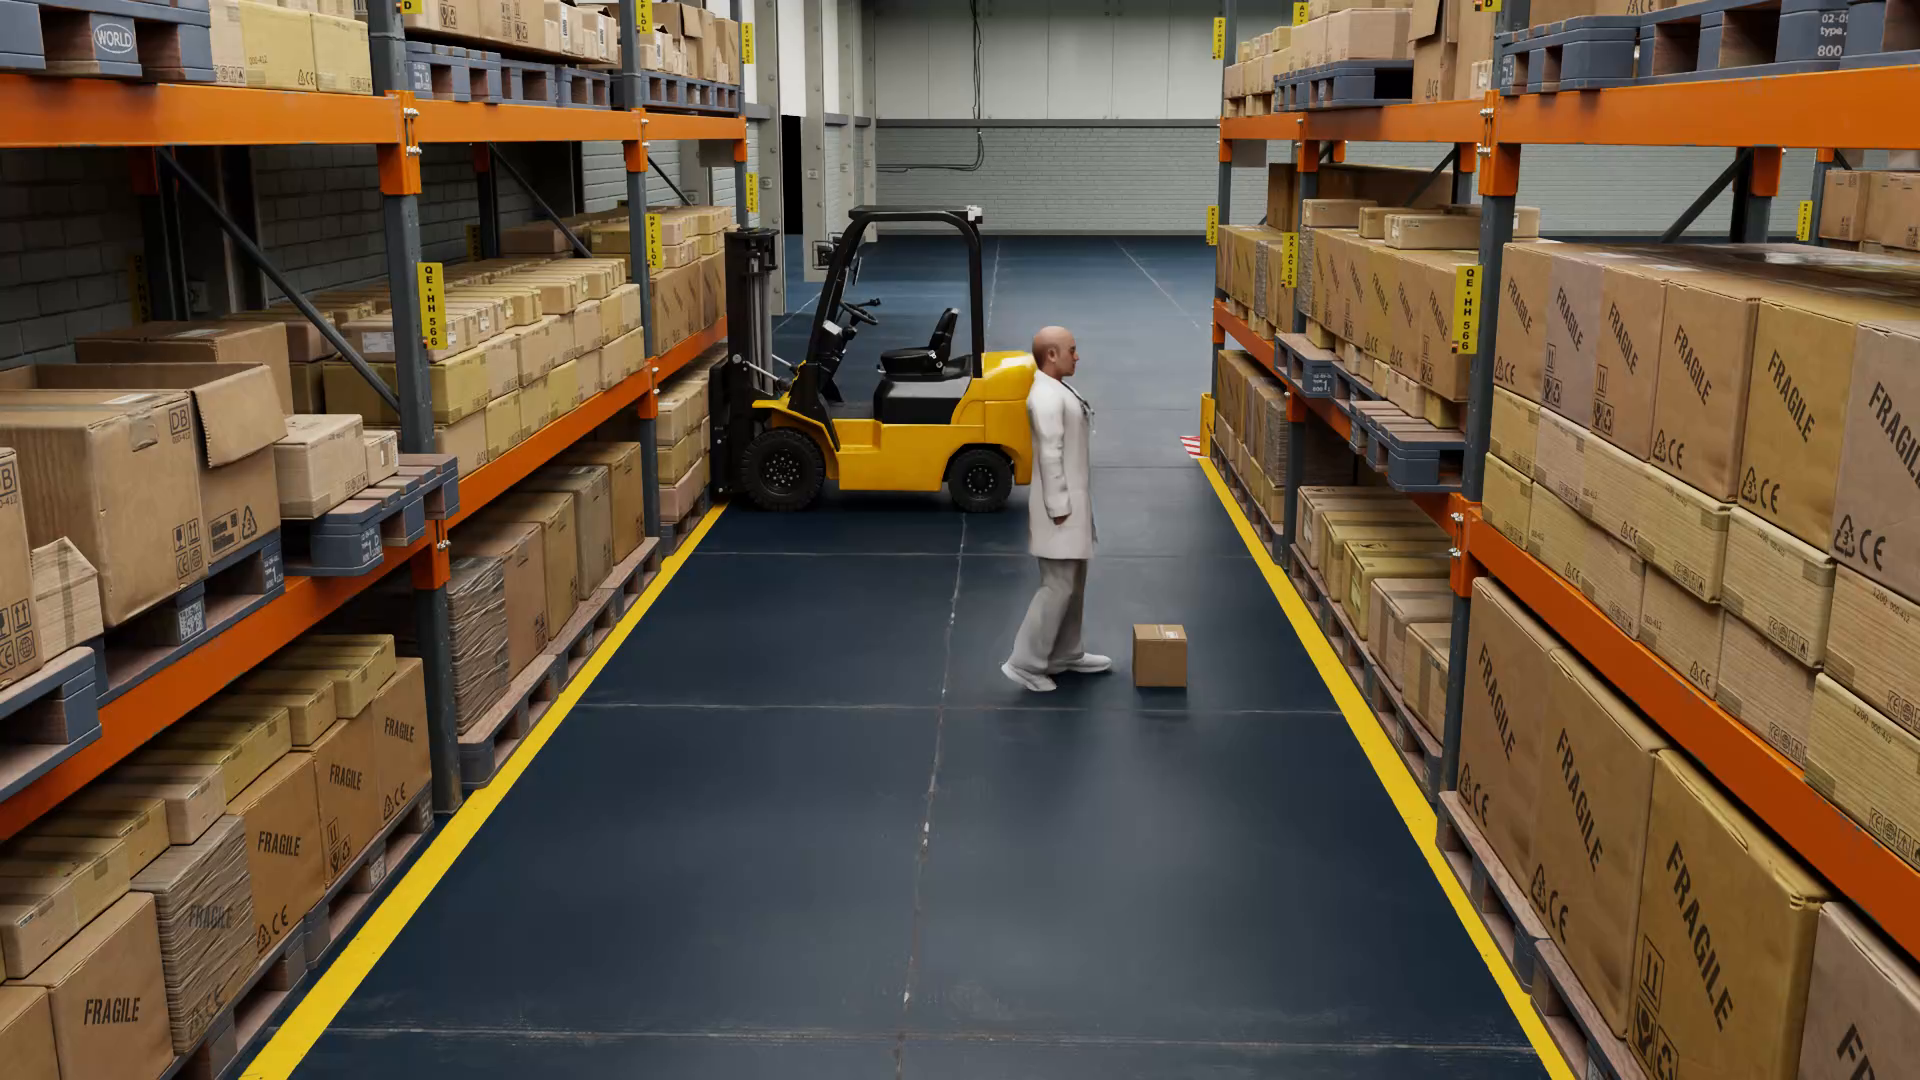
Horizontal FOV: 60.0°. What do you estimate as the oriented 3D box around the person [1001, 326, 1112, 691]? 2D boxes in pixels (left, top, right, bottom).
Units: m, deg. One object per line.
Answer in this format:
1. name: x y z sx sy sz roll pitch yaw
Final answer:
1. person: 0.491 -0.122 8.223 0.562 1.867 0.577 1 14 3
